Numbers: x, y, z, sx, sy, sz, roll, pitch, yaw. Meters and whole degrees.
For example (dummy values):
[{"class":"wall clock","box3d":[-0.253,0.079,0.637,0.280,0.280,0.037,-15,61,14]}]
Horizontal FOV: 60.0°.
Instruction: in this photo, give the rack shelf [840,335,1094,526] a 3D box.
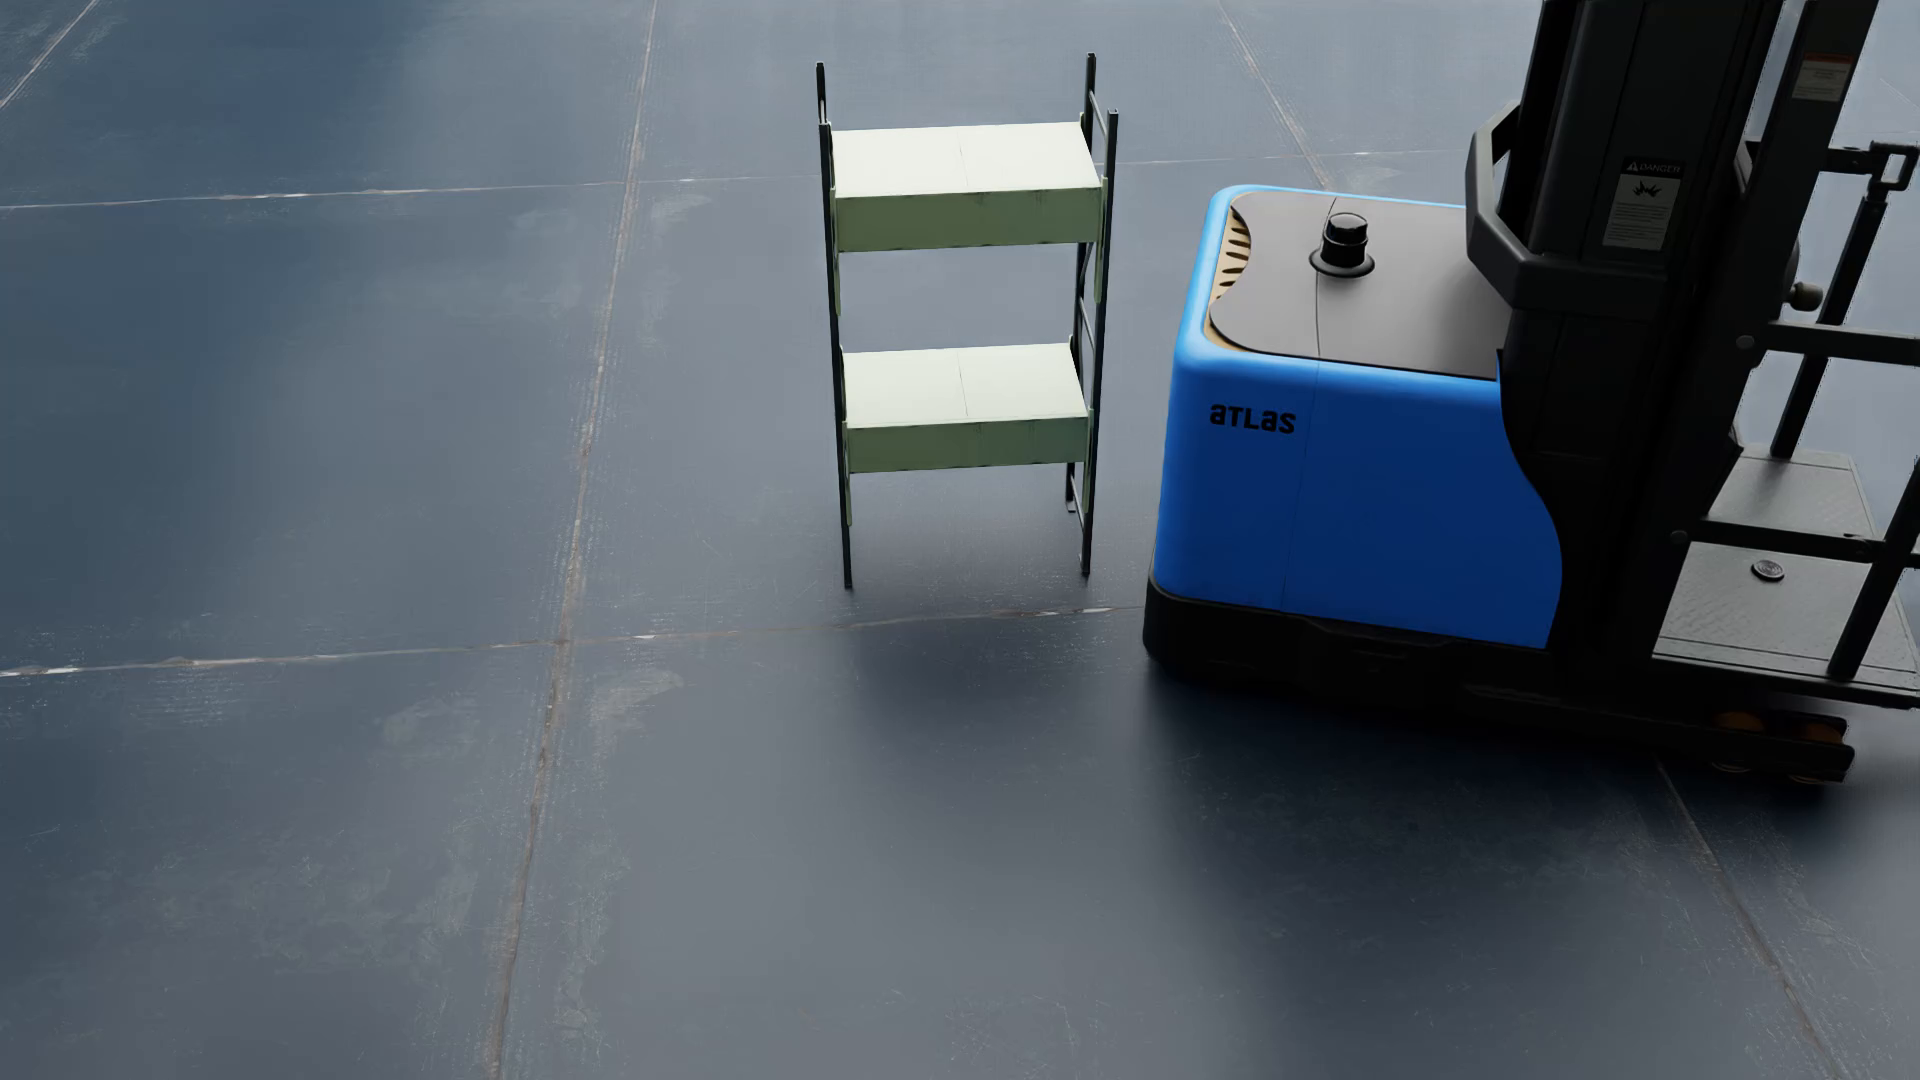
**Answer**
[{"class":"rack shelf","box3d":[0.007,-0.333,4.988,0.720,0.370,0.431,-3,38,-4]}]

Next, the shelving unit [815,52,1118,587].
[{"class":"shelving unit","box3d":[0.007,-0.589,4.786,0.755,1.500,0.431,-3,38,-4]}]

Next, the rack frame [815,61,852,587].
[{"class":"rack frame","box3d":[-0.358,-0.569,4.760,0.023,1.500,0.400,-3,38,-4]}]

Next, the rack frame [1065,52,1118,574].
[{"class":"rack frame","box3d":[0.371,-0.609,4.811,0.023,1.500,0.400,-3,38,-4]}]

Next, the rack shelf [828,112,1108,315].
[{"class":"rack shelf","box3d":[0.007,-0.896,4.544,0.720,0.370,0.431,-3,38,-4]}]

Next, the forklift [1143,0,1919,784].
[{"class":"forklift","box3d":[2.097,-0.864,3.978,3.031,2.935,1.130,8,39,10]}]
